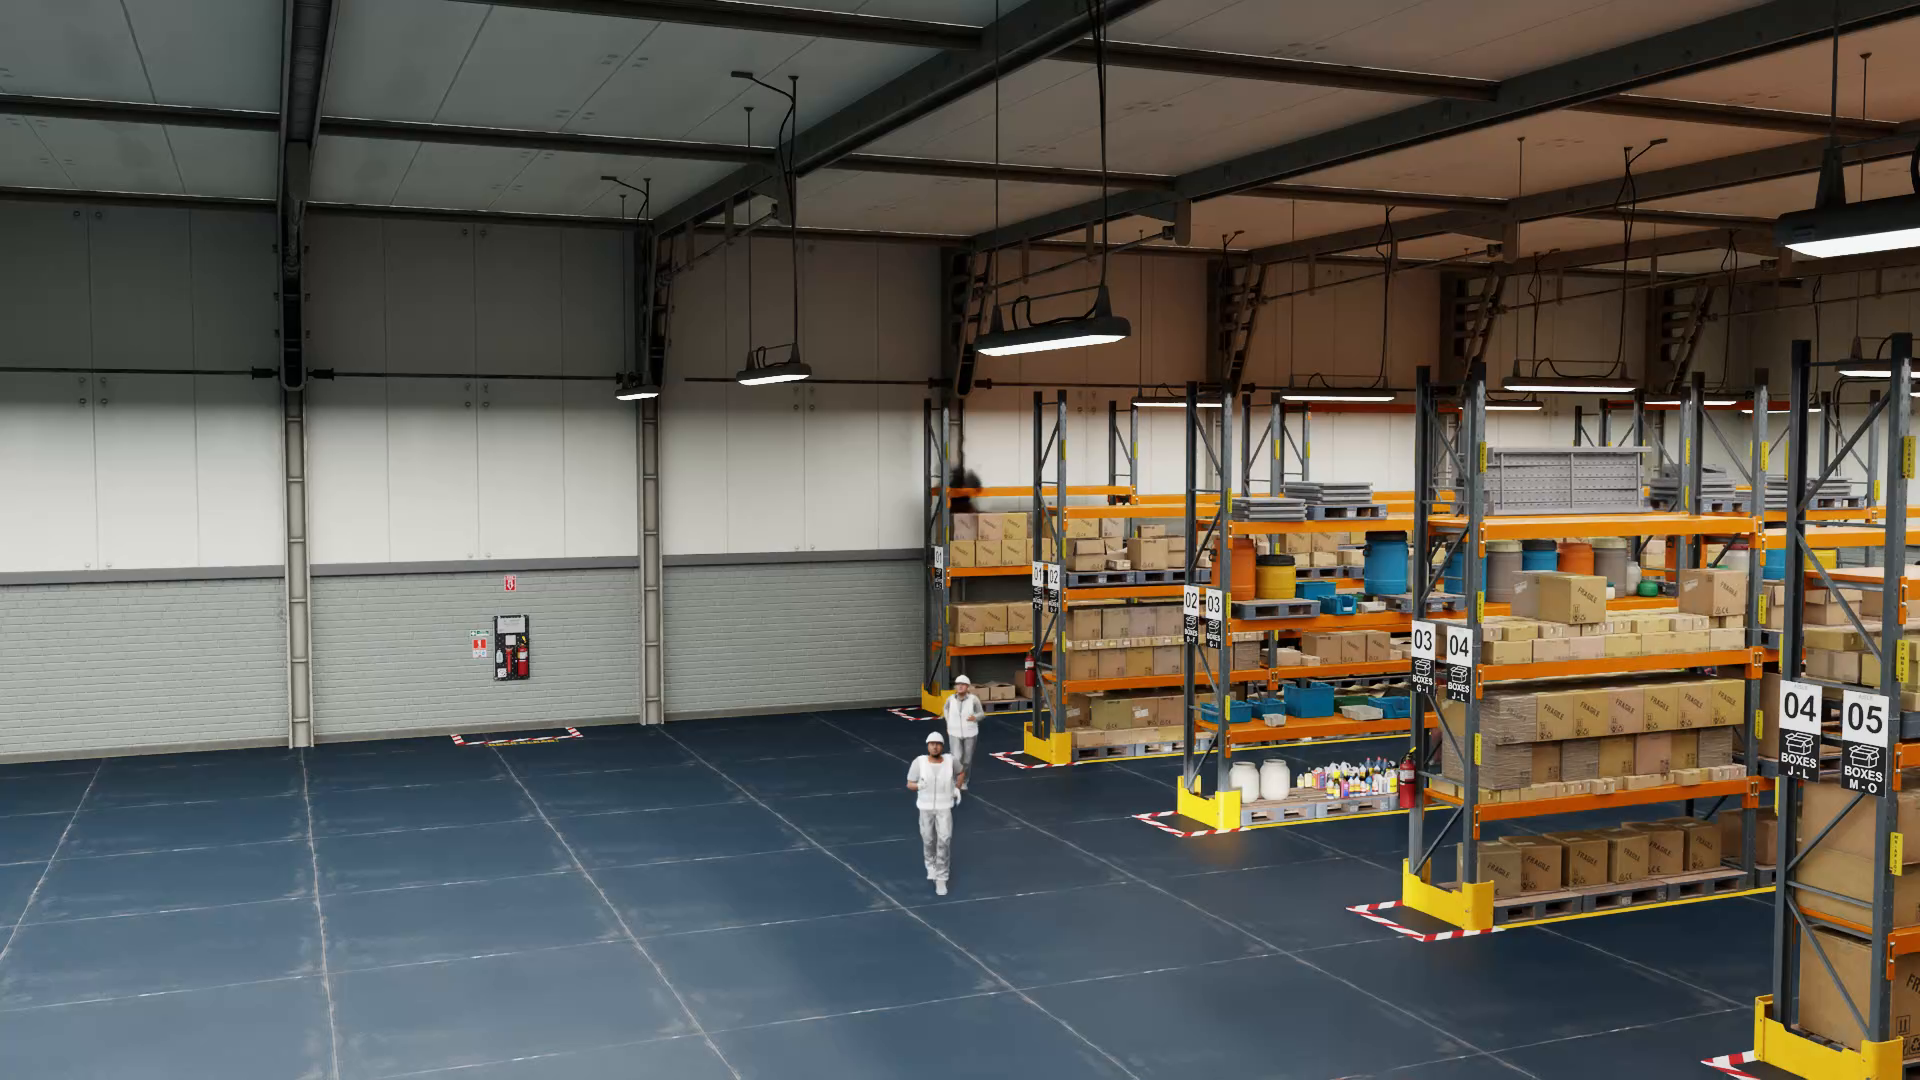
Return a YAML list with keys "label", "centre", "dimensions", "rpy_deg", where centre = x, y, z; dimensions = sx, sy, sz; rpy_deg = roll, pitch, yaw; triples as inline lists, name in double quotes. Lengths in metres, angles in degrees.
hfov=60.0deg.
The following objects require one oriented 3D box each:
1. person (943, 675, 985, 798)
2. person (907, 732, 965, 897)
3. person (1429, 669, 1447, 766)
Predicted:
- label: "person"
  centre: [0.054, 2.870, 24.241]
  dimensions: [0.627, 1.816, 0.737]
  rpy_deg: [0, 3, 2]
- label: "person"
  centre: [-0.286, 3.130, 19.208]
  dimensions: [0.657, 1.835, 0.763]
  rpy_deg: [0, 3, 3]
- label: "person"
  centre: [7.735, 2.772, 26.604]
  dimensions: [0.752, 1.643, 0.574]
  rpy_deg: [-2, 4, -35]
